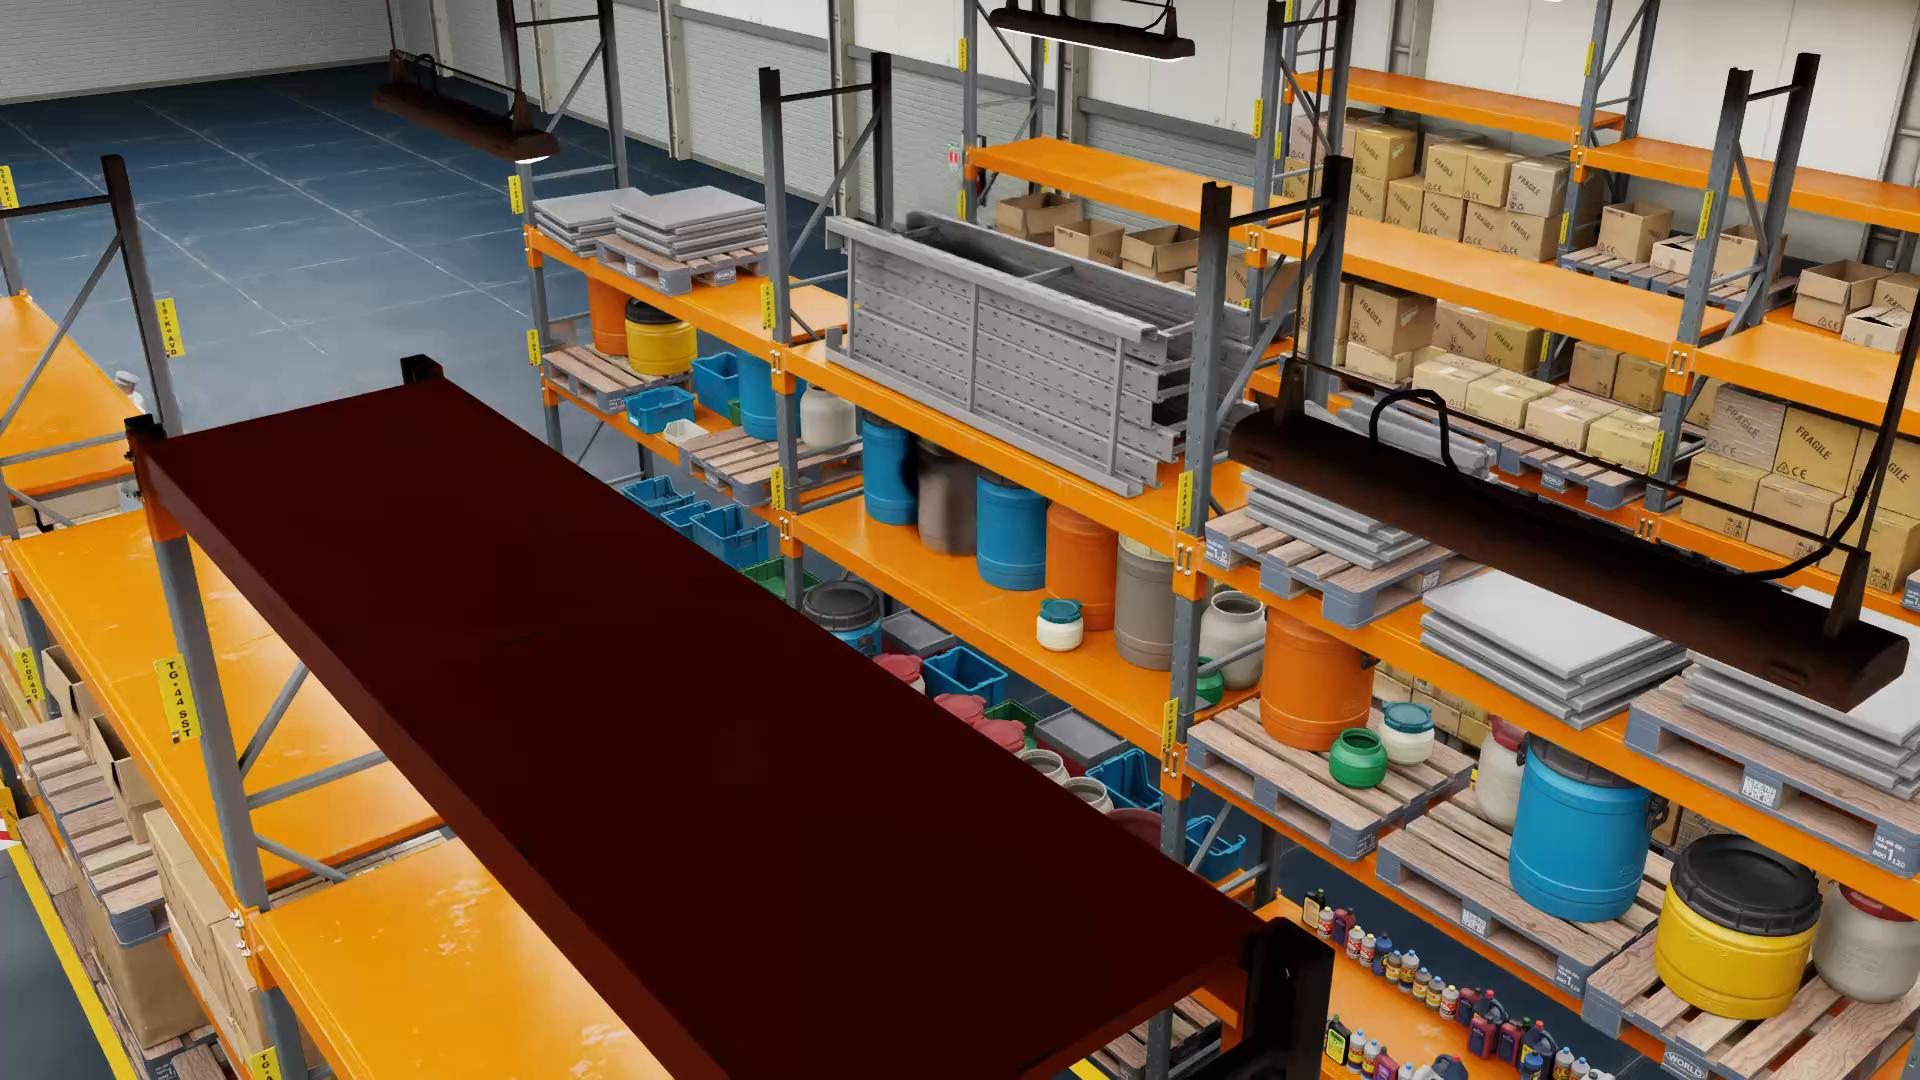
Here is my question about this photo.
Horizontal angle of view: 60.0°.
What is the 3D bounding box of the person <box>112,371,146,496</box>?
[{"bbox_3d":[-9.185,-1.031,18.379,0.602,1.744,0.650,-7,27,-14],"label":"person"}]
